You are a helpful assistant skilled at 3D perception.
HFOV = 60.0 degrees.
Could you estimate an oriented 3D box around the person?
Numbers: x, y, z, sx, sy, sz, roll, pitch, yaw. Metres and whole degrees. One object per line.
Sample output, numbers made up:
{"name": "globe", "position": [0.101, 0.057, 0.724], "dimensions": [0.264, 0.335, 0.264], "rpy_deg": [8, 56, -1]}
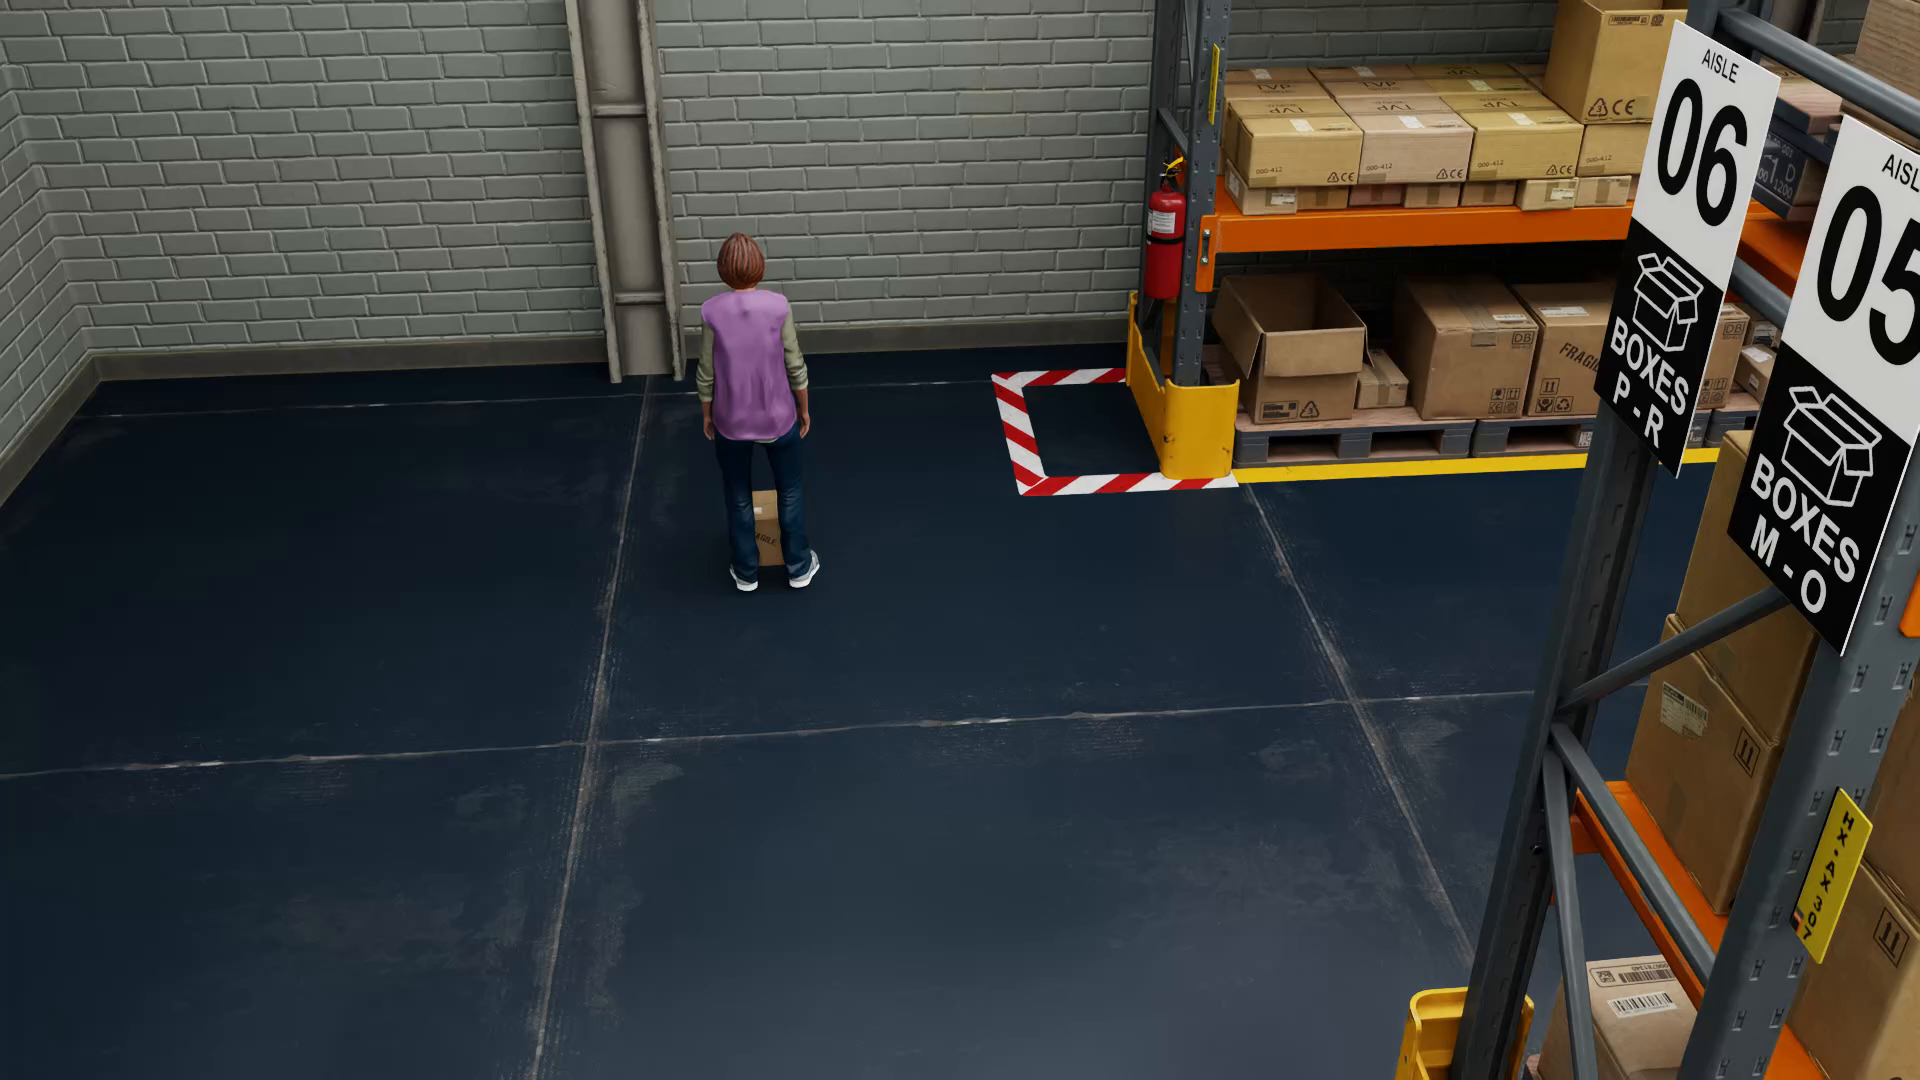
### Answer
{"name": "person", "position": [-0.855, -0.500, 6.959], "dimensions": [0.463, 1.593, 0.344], "rpy_deg": [-3, 32, -4]}
